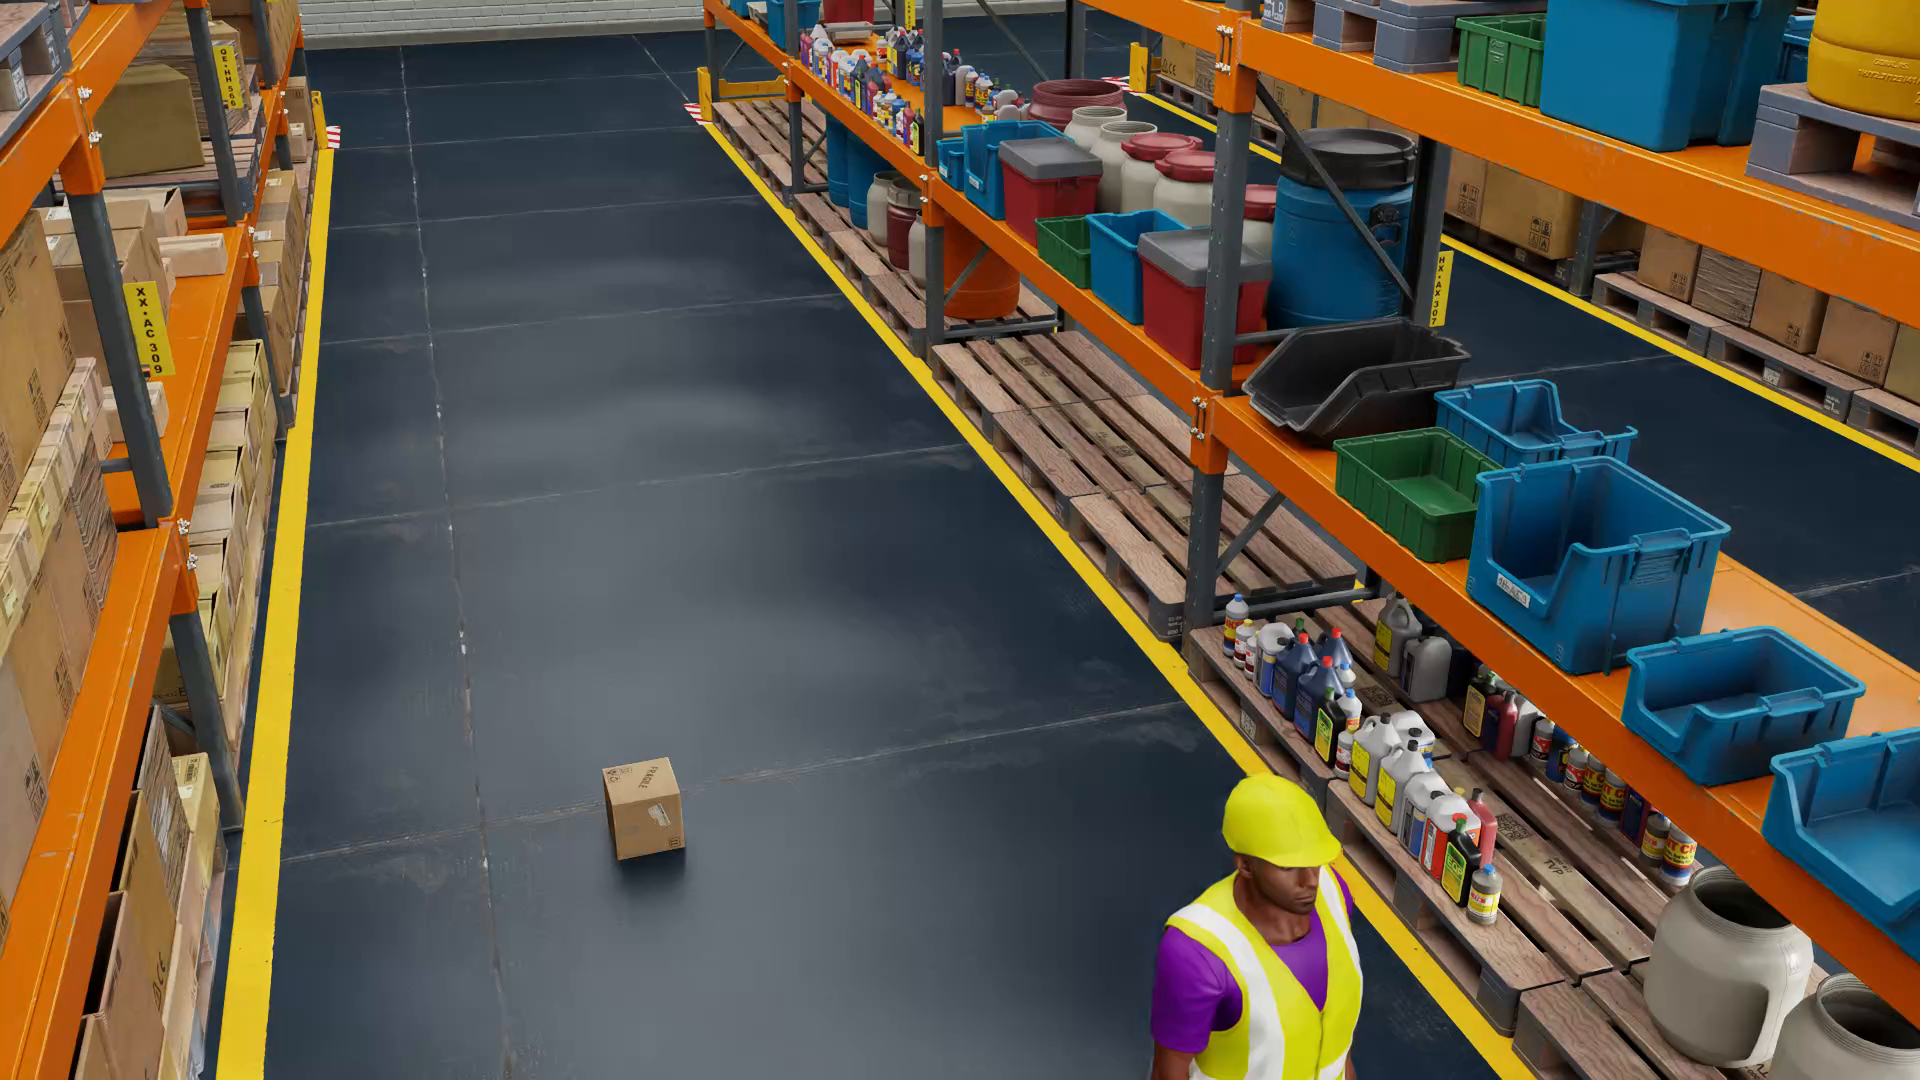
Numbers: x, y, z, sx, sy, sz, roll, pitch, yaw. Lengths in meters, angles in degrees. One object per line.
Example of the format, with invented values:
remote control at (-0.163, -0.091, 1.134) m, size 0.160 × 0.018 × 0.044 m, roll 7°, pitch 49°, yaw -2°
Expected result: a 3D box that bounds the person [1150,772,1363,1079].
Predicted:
person at (0.687, 1.294, 3.916) m, size 0.575 × 1.749 × 0.759 m, roll -20°, pitch 32°, yaw -34°
